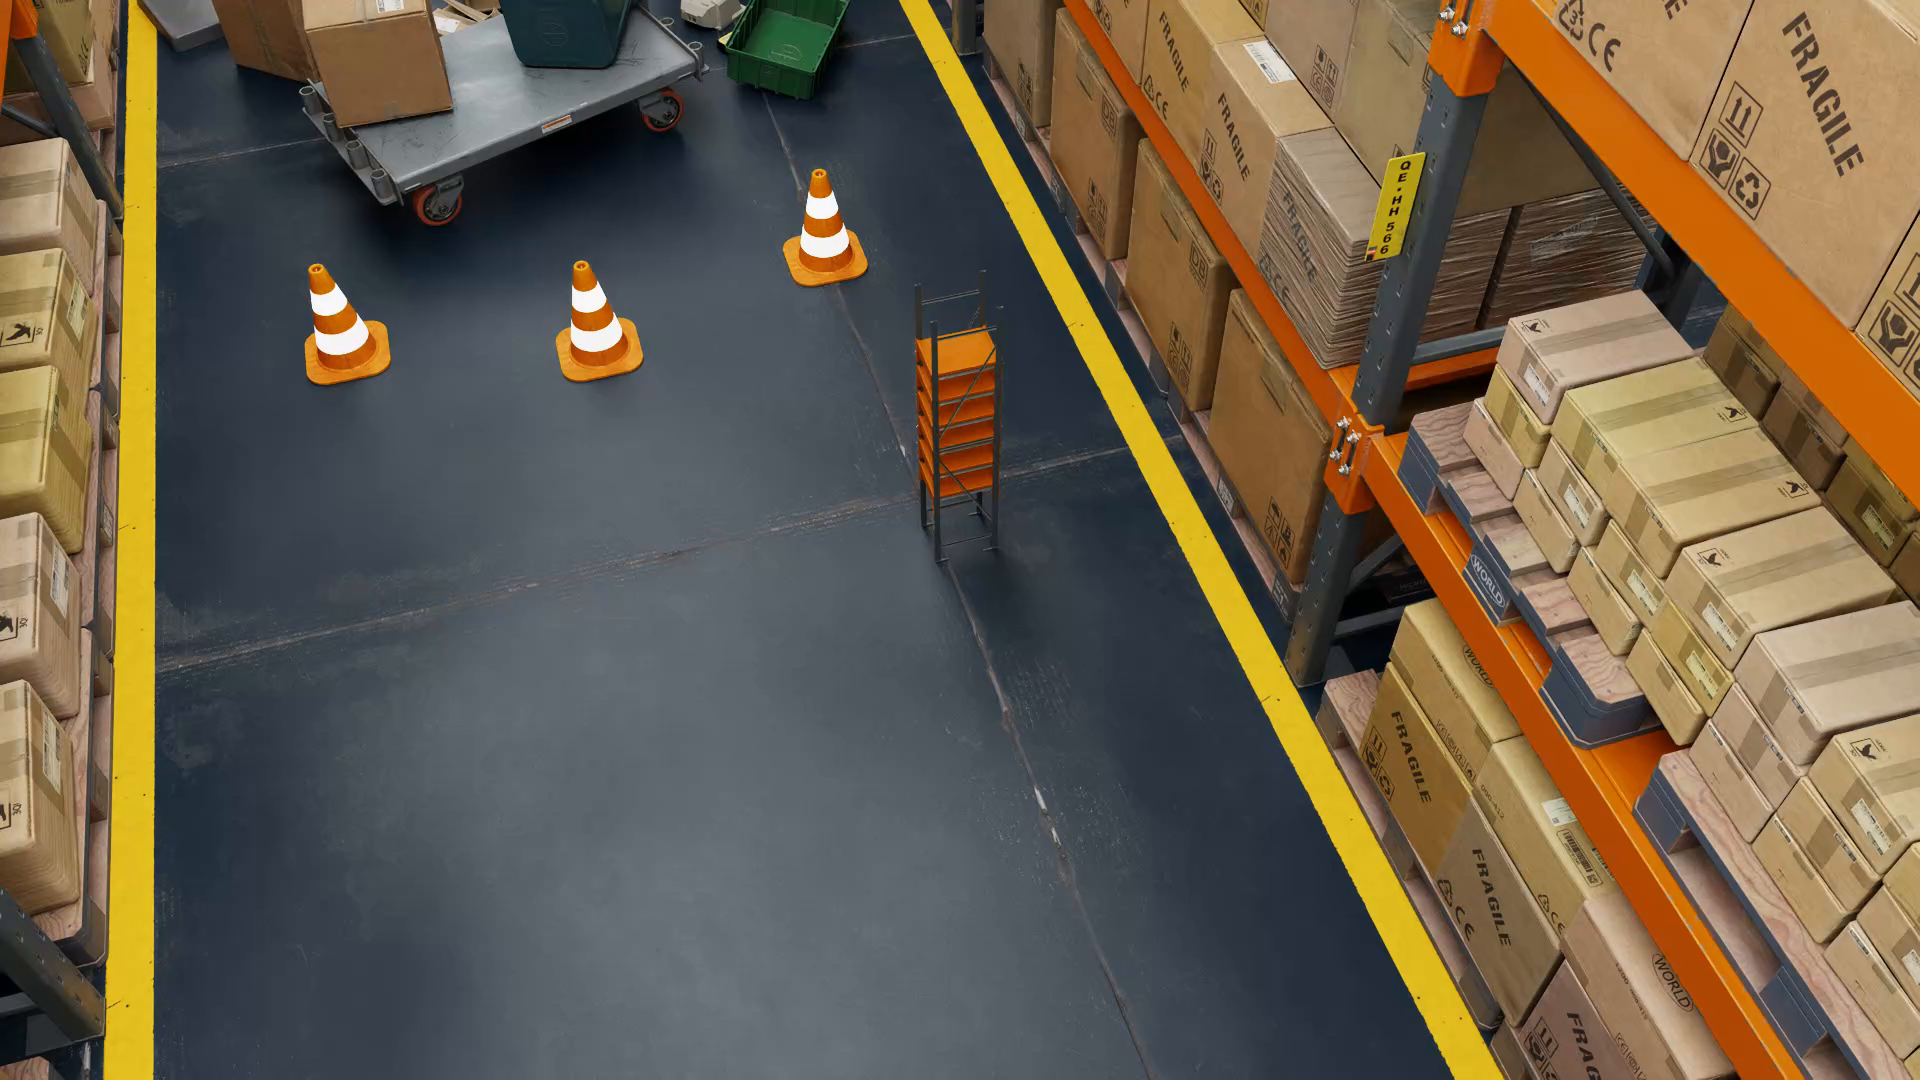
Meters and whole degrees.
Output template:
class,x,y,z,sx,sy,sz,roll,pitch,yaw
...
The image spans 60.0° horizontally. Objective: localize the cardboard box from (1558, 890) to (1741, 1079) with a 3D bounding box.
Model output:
class,x,y,z,sx,sy,sz,roll,pitch,yaw
cardboard box,1.895,1.121,4.213,0.500,0.250,0.500,-13,51,-11

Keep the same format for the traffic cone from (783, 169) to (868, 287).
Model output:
class,x,y,z,sx,sy,sz,roll,pitch,yaw
traffic cone,-0.591,-1.384,7.114,0.336,0.463,0.334,-13,51,-11

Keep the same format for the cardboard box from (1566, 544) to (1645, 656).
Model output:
class,x,y,z,sx,sy,sz,roll,pitch,yaw
cardboard box,1.737,0.110,4.085,0.380,0.149,0.250,-11,51,-9

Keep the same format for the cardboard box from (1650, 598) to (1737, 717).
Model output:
class,x,y,z,sx,sy,sz,roll,pitch,yaw
cardboard box,1.828,0.223,3.795,0.380,0.149,0.250,-13,51,-11

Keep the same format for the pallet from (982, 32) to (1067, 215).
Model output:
class,x,y,z,sx,sy,sz,roll,pitch,yaw
pallet,0.755,-2.077,7.863,1.003,0.211,1.213,-13,51,-11

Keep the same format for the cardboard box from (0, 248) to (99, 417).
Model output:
class,x,y,z,sx,sy,sz,roll,pitch,yaw
cardboard box,-3.870,-0.711,6.331,0.950,0.372,0.625,-10,51,-9

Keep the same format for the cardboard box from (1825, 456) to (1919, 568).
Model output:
class,x,y,z,sx,sy,sz,roll,pitch,yaw
cardboard box,2.380,-0.107,4.073,0.380,0.149,0.250,-12,51,-10

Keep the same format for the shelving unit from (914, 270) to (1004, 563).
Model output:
class,x,y,z,sx,sy,sz,roll,pitch,yaw
shelving unit,-0.004,-0.397,5.800,0.258,1.200,0.189,-13,51,-11

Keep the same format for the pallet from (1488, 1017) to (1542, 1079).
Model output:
class,x,y,z,sx,sy,sz,roll,pitch,yaw
pallet,2.225,1.759,4.629,1.003,0.211,1.213,-13,51,-11

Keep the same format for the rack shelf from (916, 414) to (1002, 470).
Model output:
class,x,y,z,sx,sy,sz,roll,pitch,yaw
rack shelf,-0.004,-0.369,5.834,0.258,0.103,0.180,-13,51,-11

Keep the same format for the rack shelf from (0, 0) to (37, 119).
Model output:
class,x,y,z,sx,sy,sz,roll,pitch,yaw
rack shelf,-3.652,-0.637,5.295,1.077,0.370,4.000,-13,51,-11

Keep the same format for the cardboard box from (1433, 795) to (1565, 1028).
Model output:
class,x,y,z,sx,sy,sz,roll,pitch,yaw
cardboard box,1.756,1.010,4.797,0.500,0.500,0.500,-13,51,-11

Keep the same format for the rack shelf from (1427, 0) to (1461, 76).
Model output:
class,x,y,z,sx,sy,sz,roll,pitch,yaw
rack shelf,1.047,-2.796,5.154,1.077,0.370,4.000,-13,51,-11

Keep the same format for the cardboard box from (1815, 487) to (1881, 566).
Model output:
class,x,y,z,sx,sy,sz,roll,pitch,yaw
cardboard box,2.371,-0.029,4.202,0.380,0.149,0.250,-13,51,-10

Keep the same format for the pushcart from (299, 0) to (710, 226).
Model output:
class,x,y,z,sx,sy,sz,roll,pitch,yaw
pushcart,-2.080,-2.036,7.720,1.648,0.377,0.936,-30,56,-23

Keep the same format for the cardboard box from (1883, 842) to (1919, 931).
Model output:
class,x,y,z,sx,sy,sz,roll,pitch,yaw
cardboard box,2.050,0.677,3.218,0.380,0.149,0.250,-14,51,-11

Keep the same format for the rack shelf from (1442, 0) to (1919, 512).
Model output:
class,x,y,z,sx,sy,sz,roll,pitch,yaw
rack shelf,2.230,0.125,2.691,1.077,0.370,4.000,-13,51,-11

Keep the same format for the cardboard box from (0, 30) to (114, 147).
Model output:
class,x,y,z,sx,sy,sz,roll,pitch,yaw
cardboard box,-4.160,-2.070,7.557,0.500,0.250,0.500,-15,52,-13

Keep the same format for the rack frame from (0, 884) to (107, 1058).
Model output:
class,x,y,z,sx,sy,sz,roll,pitch,yaw
rack frame,-3.061,0.592,3.789,1.000,3.000,0.127,-13,51,-11

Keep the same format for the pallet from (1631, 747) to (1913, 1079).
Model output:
class,x,y,z,sx,sy,sz,roll,pitch,yaw
pallet,2.263,0.898,3.657,1.003,0.211,1.213,-13,51,-11

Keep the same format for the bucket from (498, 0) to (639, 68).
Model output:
class,x,y,z,sx,sy,sz,roll,pitch,yaw
bucket,-1.787,-2.535,7.572,0.726,0.611,0.620,2,60,2

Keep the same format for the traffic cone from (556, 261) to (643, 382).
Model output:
class,x,y,z,sx,sy,sz,roll,pitch,yaw
traffic cone,-1.498,-0.937,6.737,0.336,0.463,0.334,-13,51,-11

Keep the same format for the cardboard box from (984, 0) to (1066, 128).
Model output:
class,x,y,z,sx,sy,sz,roll,pitch,yaw
cardboard box,0.725,-2.499,7.592,1.050,0.750,0.750,-14,51,-11

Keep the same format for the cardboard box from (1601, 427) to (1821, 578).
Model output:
class,x,y,z,sx,sy,sz,roll,pitch,yaw
cardboard box,1.740,-0.090,3.864,0.380,0.149,0.250,-14,51,-11

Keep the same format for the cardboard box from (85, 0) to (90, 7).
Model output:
class,x,y,z,sx,sy,sz,roll,pitch,yaw
cardboard box,-4.330,-2.700,7.598,0.500,0.500,0.500,-11,51,-10

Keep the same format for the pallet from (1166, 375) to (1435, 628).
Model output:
class,x,y,z,sx,sy,sz,roll,pitch,yaw
pallet,1.477,-0.295,6.360,1.003,0.211,1.213,-13,51,-11

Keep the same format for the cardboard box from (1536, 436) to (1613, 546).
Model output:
class,x,y,z,sx,sy,sz,roll,pitch,yaw
cardboard box,1.671,-0.155,4.114,0.380,0.149,0.250,-11,51,-9

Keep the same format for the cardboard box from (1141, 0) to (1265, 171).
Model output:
class,x,y,z,sx,sy,sz,roll,pitch,yaw
cardboard box,0.954,-1.631,5.598,0.500,0.500,0.500,-14,51,-12

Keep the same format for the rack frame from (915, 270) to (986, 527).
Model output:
class,x,y,z,sx,sy,sz,roll,pitch,yaw
rack frame,-0.031,-0.464,5.857,0.240,1.200,0.006,-13,51,-11

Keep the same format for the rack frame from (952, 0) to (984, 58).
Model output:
class,x,y,z,sx,sy,sz,roll,pitch,yaw
rack frame,0.455,-3.522,7.257,1.000,3.000,0.127,-13,51,-11

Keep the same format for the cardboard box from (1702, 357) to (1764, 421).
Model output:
class,x,y,z,sx,sy,sz,roll,pitch,yaw
cardboard box,2.223,-0.399,4.514,0.380,0.149,0.250,-13,51,-10

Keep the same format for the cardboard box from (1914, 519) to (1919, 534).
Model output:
class,x,y,z,sx,sy,sz,roll,pitch,yaw
cardboard box,2.453,-0.023,3.808,0.380,0.149,0.250,-12,51,-10

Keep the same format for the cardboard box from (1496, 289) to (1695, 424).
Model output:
class,x,y,z,sx,sy,sz,roll,pitch,yaw
cardboard box,1.591,-0.462,4.178,0.380,0.149,0.250,-13,51,-11

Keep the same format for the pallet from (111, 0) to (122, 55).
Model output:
class,x,y,z,sx,sy,sz,roll,pitch,yaw
pallet,-4.840,-2.806,8.477,1.003,0.211,1.213,-13,51,-11

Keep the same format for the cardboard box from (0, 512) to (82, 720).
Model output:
class,x,y,z,sx,sy,sz,roll,pitch,yaw
cardboard box,-3.444,0.352,5.435,0.950,0.372,0.625,-14,51,-12

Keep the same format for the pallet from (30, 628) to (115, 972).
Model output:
class,x,y,z,sx,sy,sz,roll,pitch,yaw
pallet,-3.290,0.920,5.336,1.003,0.211,1.213,-13,51,-11

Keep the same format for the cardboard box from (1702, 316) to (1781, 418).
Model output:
class,x,y,z,sx,sy,sz,roll,pitch,yaw
cardboard box,2.219,-0.493,4.399,0.380,0.149,0.250,-12,51,-10

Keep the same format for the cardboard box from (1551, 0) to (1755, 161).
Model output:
class,x,y,z,sx,sy,sz,roll,pitch,yaw
cardboard box,1.553,-1.123,3.207,0.500,0.500,0.500,-13,51,-11

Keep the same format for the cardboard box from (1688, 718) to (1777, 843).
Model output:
class,x,y,z,sx,sy,sz,roll,pitch,yaw
cardboard box,1.899,0.501,3.755,0.380,0.149,0.250,-12,51,-10

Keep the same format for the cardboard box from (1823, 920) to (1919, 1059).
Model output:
class,x,y,z,sx,sy,sz,roll,pitch,yaw
cardboard box,2.047,0.876,3.440,0.380,0.149,0.250,-15,51,-12

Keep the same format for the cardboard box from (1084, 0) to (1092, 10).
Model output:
class,x,y,z,sx,sy,sz,roll,pitch,yaw
cardboard box,0.649,-2.375,6.225,0.500,0.500,0.500,-14,51,-11

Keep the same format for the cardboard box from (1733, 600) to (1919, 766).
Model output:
class,x,y,z,sx,sy,sz,roll,pitch,yaw
cardboard box,1.900,0.301,3.535,0.380,0.149,0.250,-11,51,-9

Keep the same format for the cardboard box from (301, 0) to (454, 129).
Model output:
class,x,y,z,sx,sy,sz,roll,pitch,yaw
cardboard box,-2.552,-2.192,7.276,0.500,0.500,0.500,-13,51,-11

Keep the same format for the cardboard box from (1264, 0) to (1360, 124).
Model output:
class,x,y,z,sx,sy,sz,roll,pitch,yaw
cardboard box,1.364,-1.654,4.963,0.700,0.500,0.500,-14,51,-12

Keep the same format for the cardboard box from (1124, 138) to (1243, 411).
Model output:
class,x,y,z,sx,sy,sz,roll,pitch,yaw
cardboard box,1.282,-1.114,6.424,1.050,0.750,0.750,-13,51,-10

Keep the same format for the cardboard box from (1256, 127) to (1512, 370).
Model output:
class,x,y,z,sx,sy,sz,roll,pitch,yaw
cardboard box,1.248,-0.901,4.982,0.500,0.500,0.500,-13,51,-11

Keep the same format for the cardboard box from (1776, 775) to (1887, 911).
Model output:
class,x,y,z,sx,sy,sz,roll,pitch,yaw
cardboard box,1.971,0.588,3.488,0.380,0.149,0.250,-14,51,-11

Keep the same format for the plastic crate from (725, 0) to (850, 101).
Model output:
class,x,y,z,sx,sy,sz,roll,pitch,yaw
plastic crate,-0.848,-2.465,8.168,0.450,0.188,0.662,16,51,0

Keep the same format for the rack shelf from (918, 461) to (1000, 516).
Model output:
class,x,y,z,sx,sy,sz,roll,pitch,yaw
rack shelf,-0.004,-0.214,6.018,0.258,0.103,0.180,-13,51,-11

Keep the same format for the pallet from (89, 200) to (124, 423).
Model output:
class,x,y,z,sx,sy,sz,roll,pitch,yaw
pallet,-4.012,-0.862,6.839,1.003,0.211,1.213,-13,51,-11

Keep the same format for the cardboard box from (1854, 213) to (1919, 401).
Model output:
class,x,y,z,sx,sy,sz,roll,pitch,yaw
cardboard box,1.860,-0.395,2.594,0.500,0.500,0.500,-13,51,-11

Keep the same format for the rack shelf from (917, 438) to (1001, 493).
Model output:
class,x,y,z,sx,sy,sz,roll,pitch,yaw
rack shelf,-0.004,-0.291,5.926,0.258,0.103,0.180,-13,51,-11

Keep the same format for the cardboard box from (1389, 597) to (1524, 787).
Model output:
class,x,y,z,sx,sy,sz,roll,pitch,yaw
cardboard box,1.611,0.386,4.832,0.500,0.250,0.500,-15,52,-13

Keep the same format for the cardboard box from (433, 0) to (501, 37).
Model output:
class,x,y,z,sx,sy,sz,roll,pitch,yaw
cardboard box,-2.434,-2.528,8.208,0.396,0.266,0.258,26,55,20

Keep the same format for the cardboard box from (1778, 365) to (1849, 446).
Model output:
class,x,y,z,sx,sy,sz,roll,pitch,yaw
cardboard box,2.293,-0.409,4.133,0.380,0.149,0.250,-14,51,-11

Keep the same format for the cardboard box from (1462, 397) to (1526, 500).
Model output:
class,x,y,z,sx,sy,sz,roll,pitch,yaw
cardboard box,1.578,-0.283,4.416,0.380,0.149,0.250,-14,51,-11
